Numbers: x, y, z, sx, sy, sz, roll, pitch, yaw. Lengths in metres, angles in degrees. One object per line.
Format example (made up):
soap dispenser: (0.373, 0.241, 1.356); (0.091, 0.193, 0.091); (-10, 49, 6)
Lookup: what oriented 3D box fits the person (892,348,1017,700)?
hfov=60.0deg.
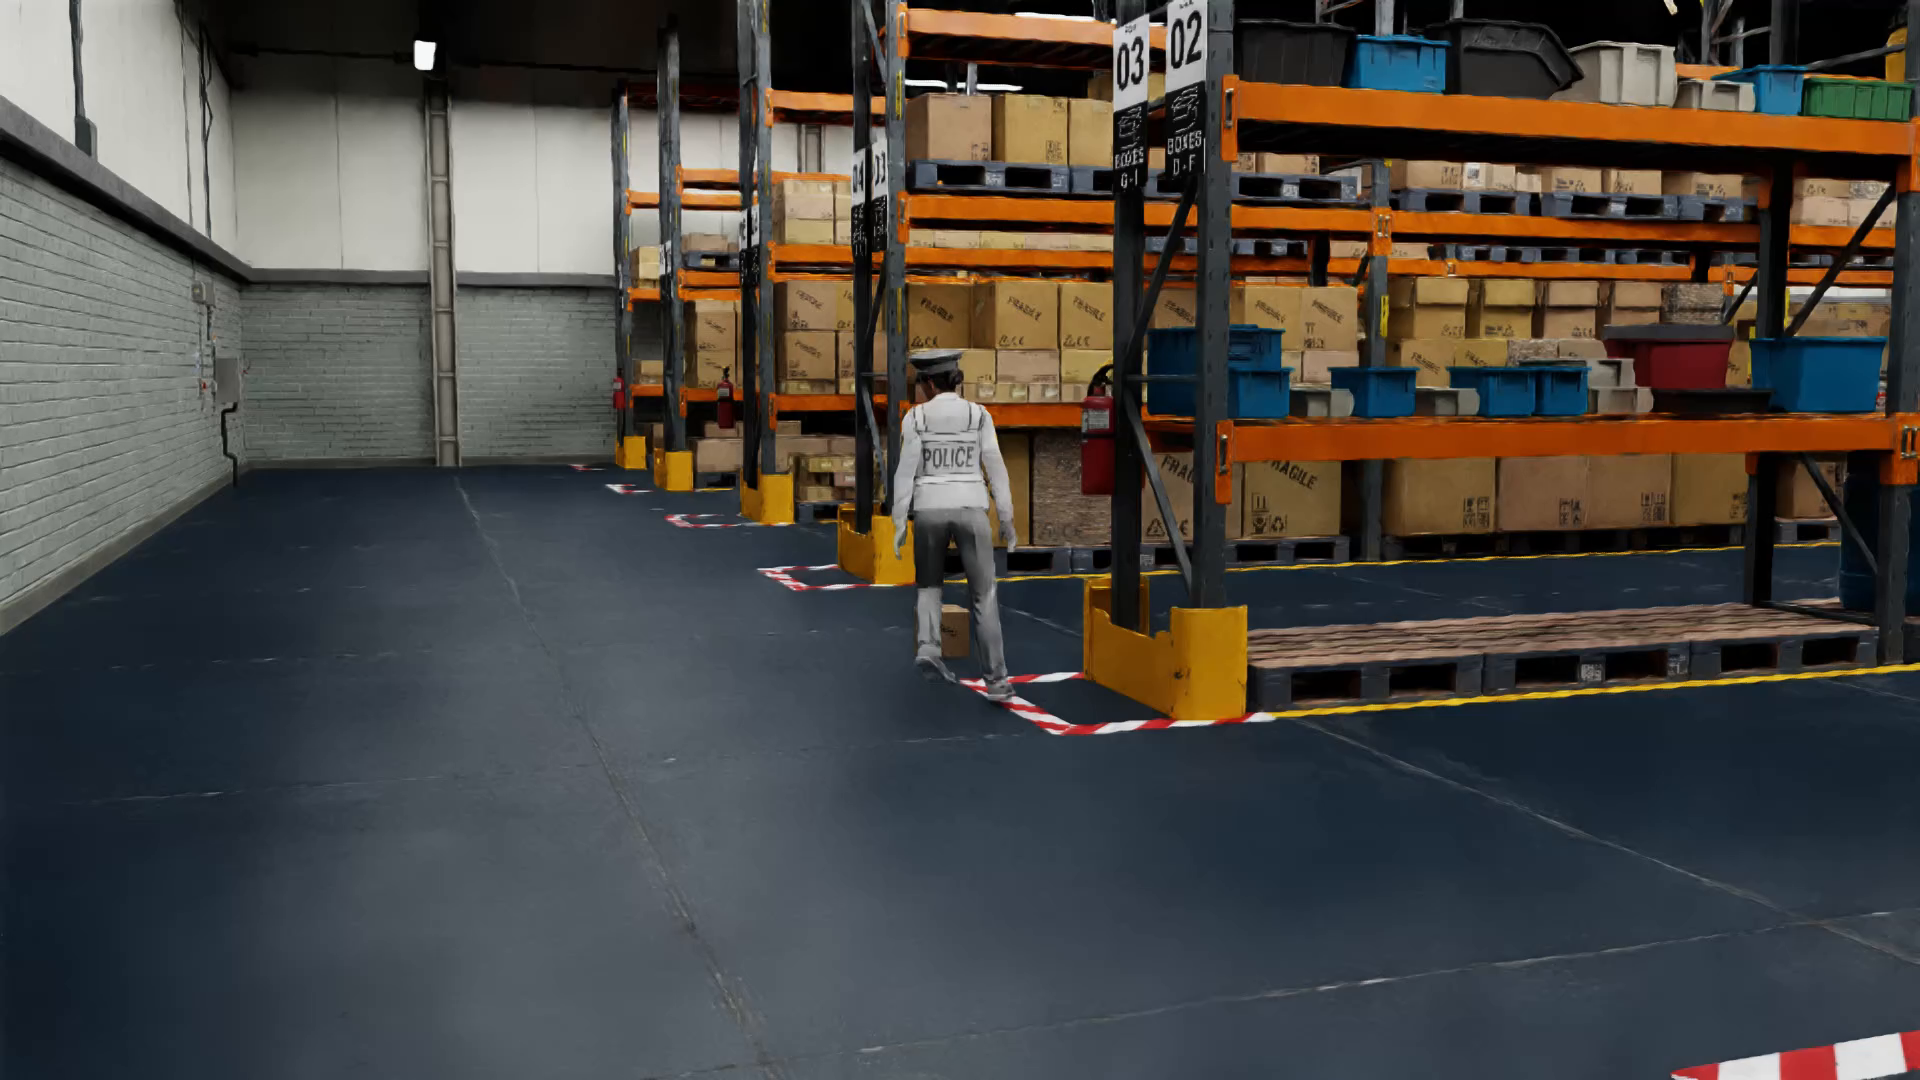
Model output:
person: (-0.024, -0.070, 7.794); (0.583, 1.629, 0.452); (0, 6, 2)
